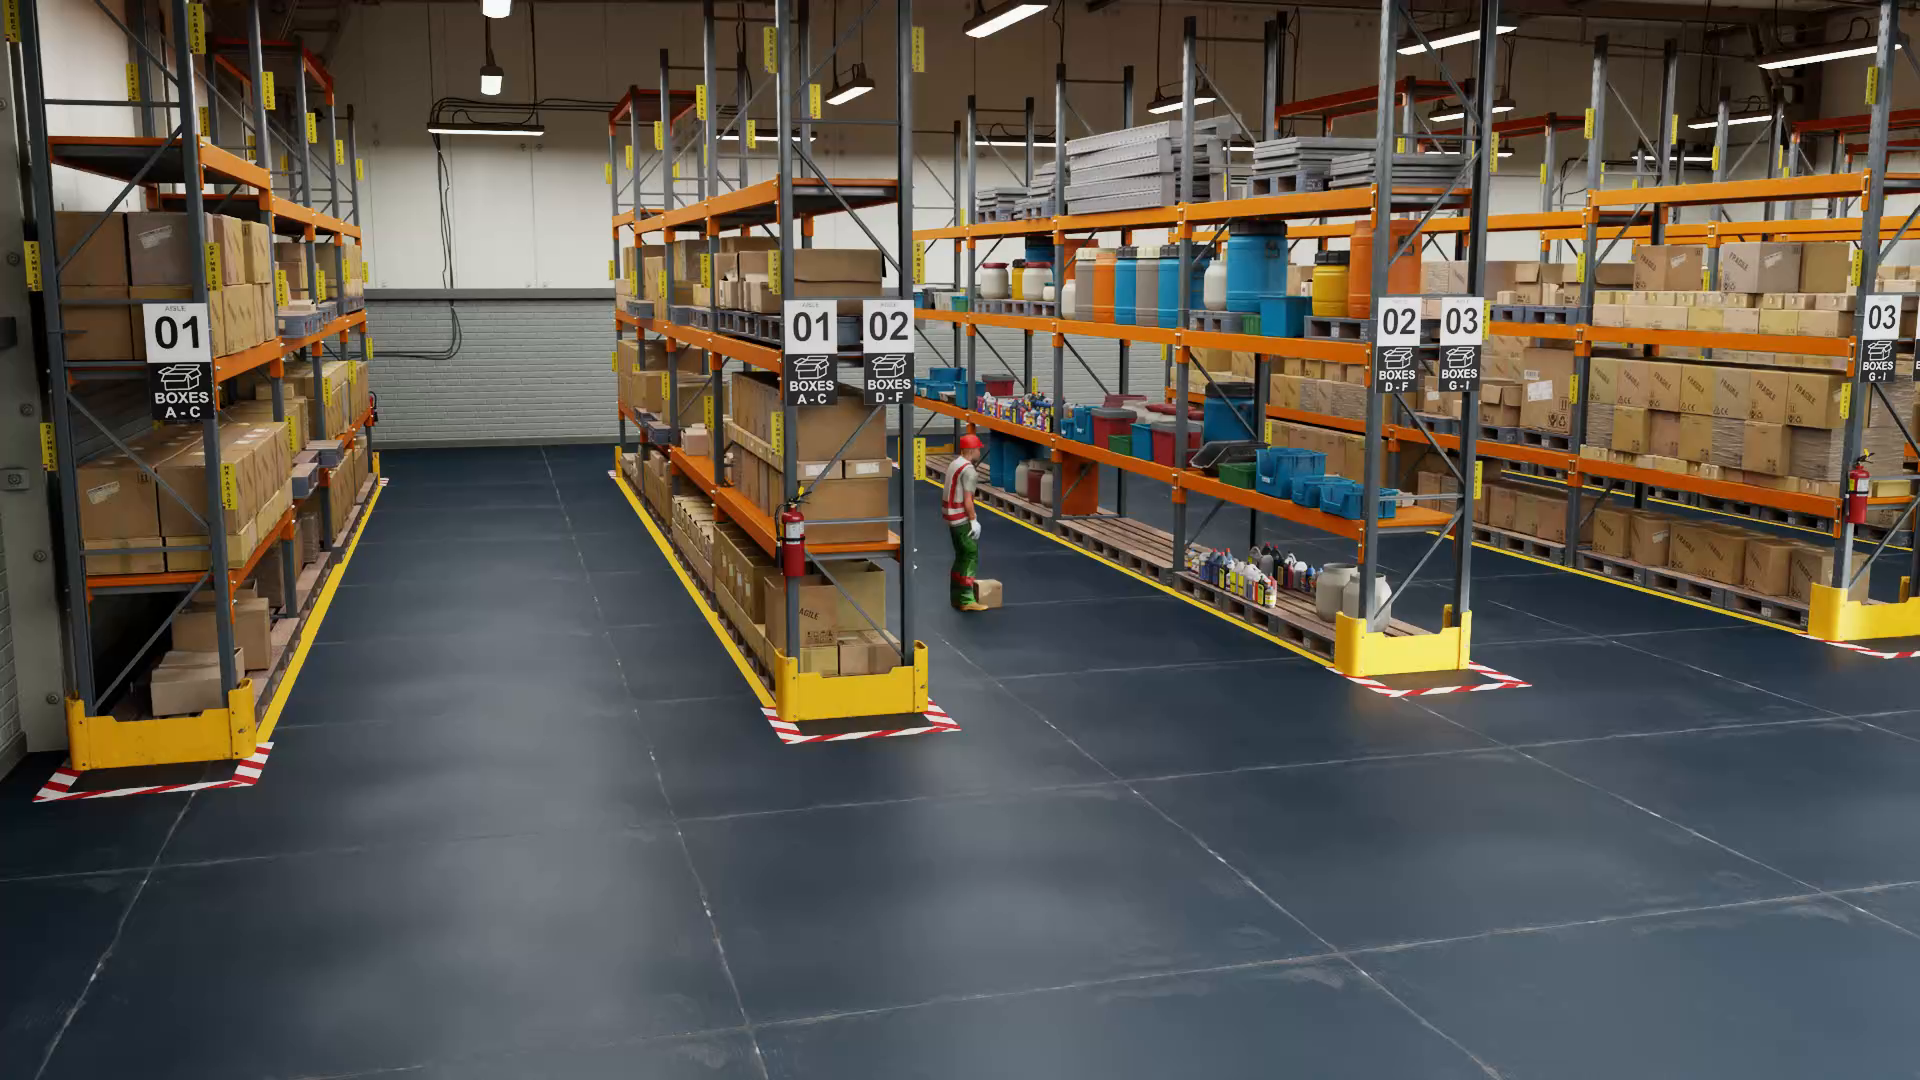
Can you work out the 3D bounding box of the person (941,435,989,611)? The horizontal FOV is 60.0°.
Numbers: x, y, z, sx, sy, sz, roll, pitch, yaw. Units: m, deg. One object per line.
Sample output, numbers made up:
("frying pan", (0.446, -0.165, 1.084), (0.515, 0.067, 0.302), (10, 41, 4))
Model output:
("person", (0.058, -0.186, 16.989), (0.454, 1.777, 0.607), (-3, 10, -18))
